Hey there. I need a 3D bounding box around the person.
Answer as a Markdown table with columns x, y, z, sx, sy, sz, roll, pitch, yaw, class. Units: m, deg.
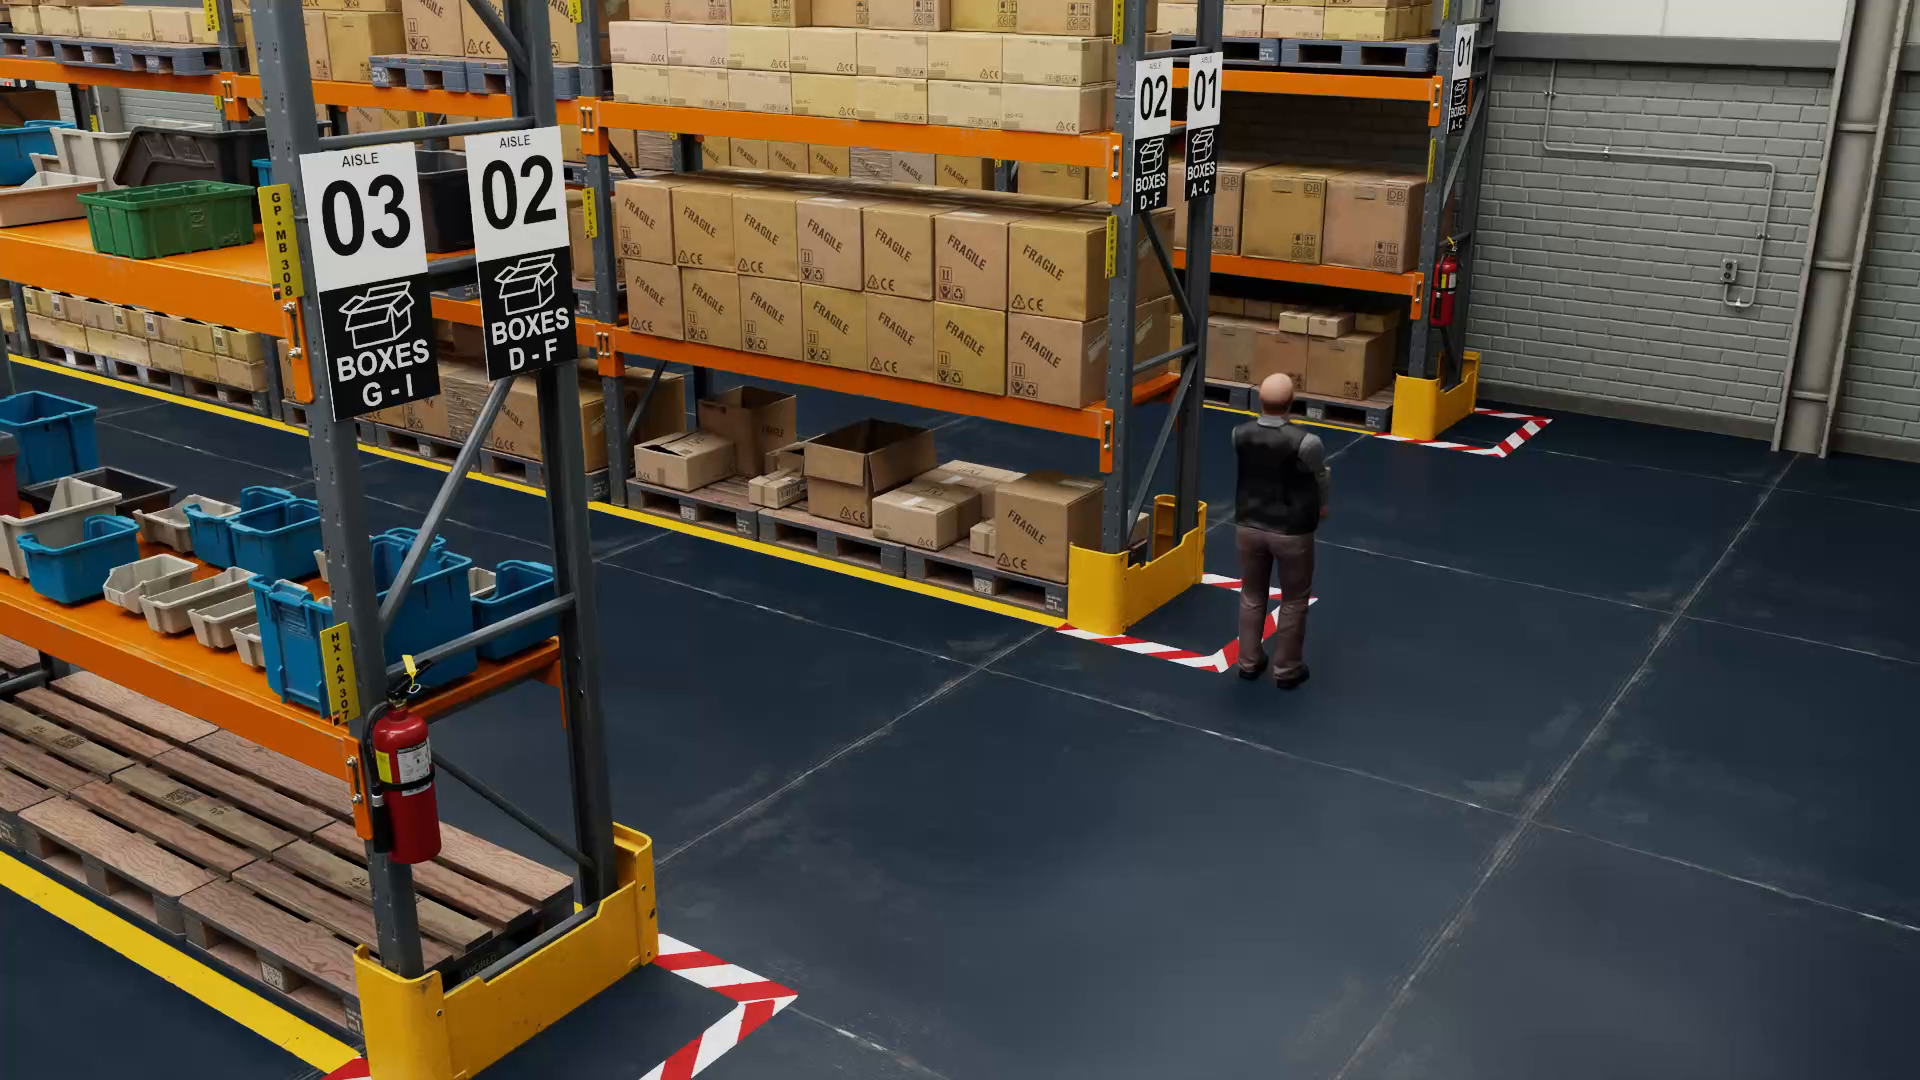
| x | y | z | sx | sy | sz | roll | pitch | yaw | class |
| --- | --- | --- | --- | --- | --- | --- | --- | --- | --- |
| 1.695 | -0.072 | 8.821 | 0.495 | 1.716 | 0.554 | 12 | 23 | 31 | person |
